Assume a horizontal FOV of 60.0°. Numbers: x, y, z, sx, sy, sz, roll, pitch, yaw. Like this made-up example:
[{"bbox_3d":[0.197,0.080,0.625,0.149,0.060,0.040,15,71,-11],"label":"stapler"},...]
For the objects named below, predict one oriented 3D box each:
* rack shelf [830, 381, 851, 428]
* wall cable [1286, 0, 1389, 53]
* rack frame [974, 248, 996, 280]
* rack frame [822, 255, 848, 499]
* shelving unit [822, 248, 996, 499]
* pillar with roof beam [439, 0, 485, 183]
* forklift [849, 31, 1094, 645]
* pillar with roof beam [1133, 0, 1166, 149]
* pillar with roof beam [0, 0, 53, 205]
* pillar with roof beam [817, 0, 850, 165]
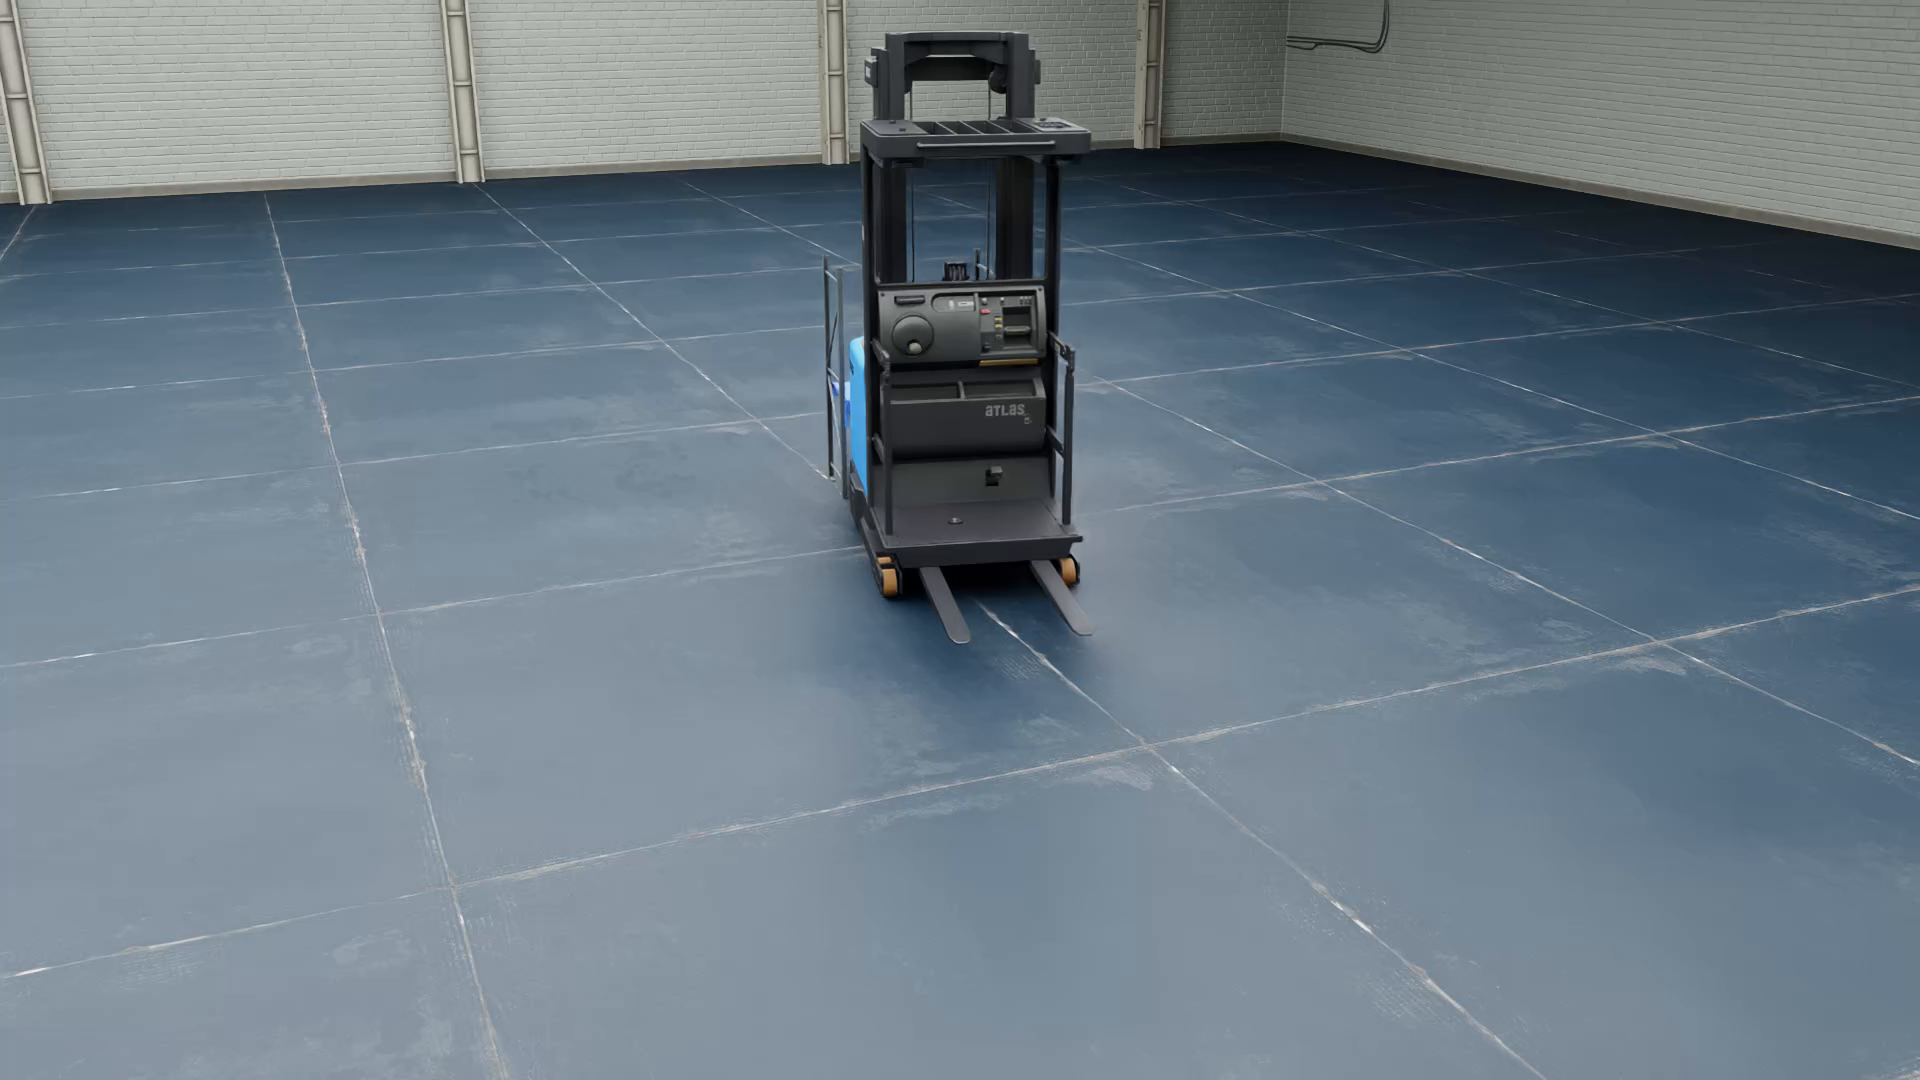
[{"bbox_3d":[-0.319,-0.929,10.943,1.000,0.185,0.538,-5,20,-14],"label":"rack shelf"},{"bbox_3d":[6.636,-9.926,29.337,0.112,2.526,3.097,-8,21,-22],"label":"wall cable"},{"bbox_3d":[0.172,-1.143,11.009,0.032,1.500,0.500,-5,20,-14],"label":"rack frame"},{"bbox_3d":[-0.809,-1.054,10.757,0.032,1.500,0.500,-5,20,-14],"label":"rack frame"},{"bbox_3d":[-0.319,-1.098,10.883,1.048,1.500,0.538,-5,20,-14],"label":"shelving unit"},{"bbox_3d":[-5.906,-8.514,20.654,0.400,9.000,9.100,-8,21,-22],"label":"pillar with roof beam"},{"bbox_3d":[0.054,-1.192,8.993,1.130,2.935,3.031,-3,20,-9],"label":"forklift"},{"bbox_3d":[5.112,-10.093,25.138,0.400,9.000,9.100,-8,21,-22],"label":"pillar with roof beam"},{"bbox_3d":[-11.416,-7.725,18.413,0.400,9.000,9.100,-8,21,-22],"label":"pillar with roof beam"},{"bbox_3d":[-0.397,-9.304,22.896,0.400,9.000,9.100,-8,21,-22],"label":"pillar with roof beam"}]
